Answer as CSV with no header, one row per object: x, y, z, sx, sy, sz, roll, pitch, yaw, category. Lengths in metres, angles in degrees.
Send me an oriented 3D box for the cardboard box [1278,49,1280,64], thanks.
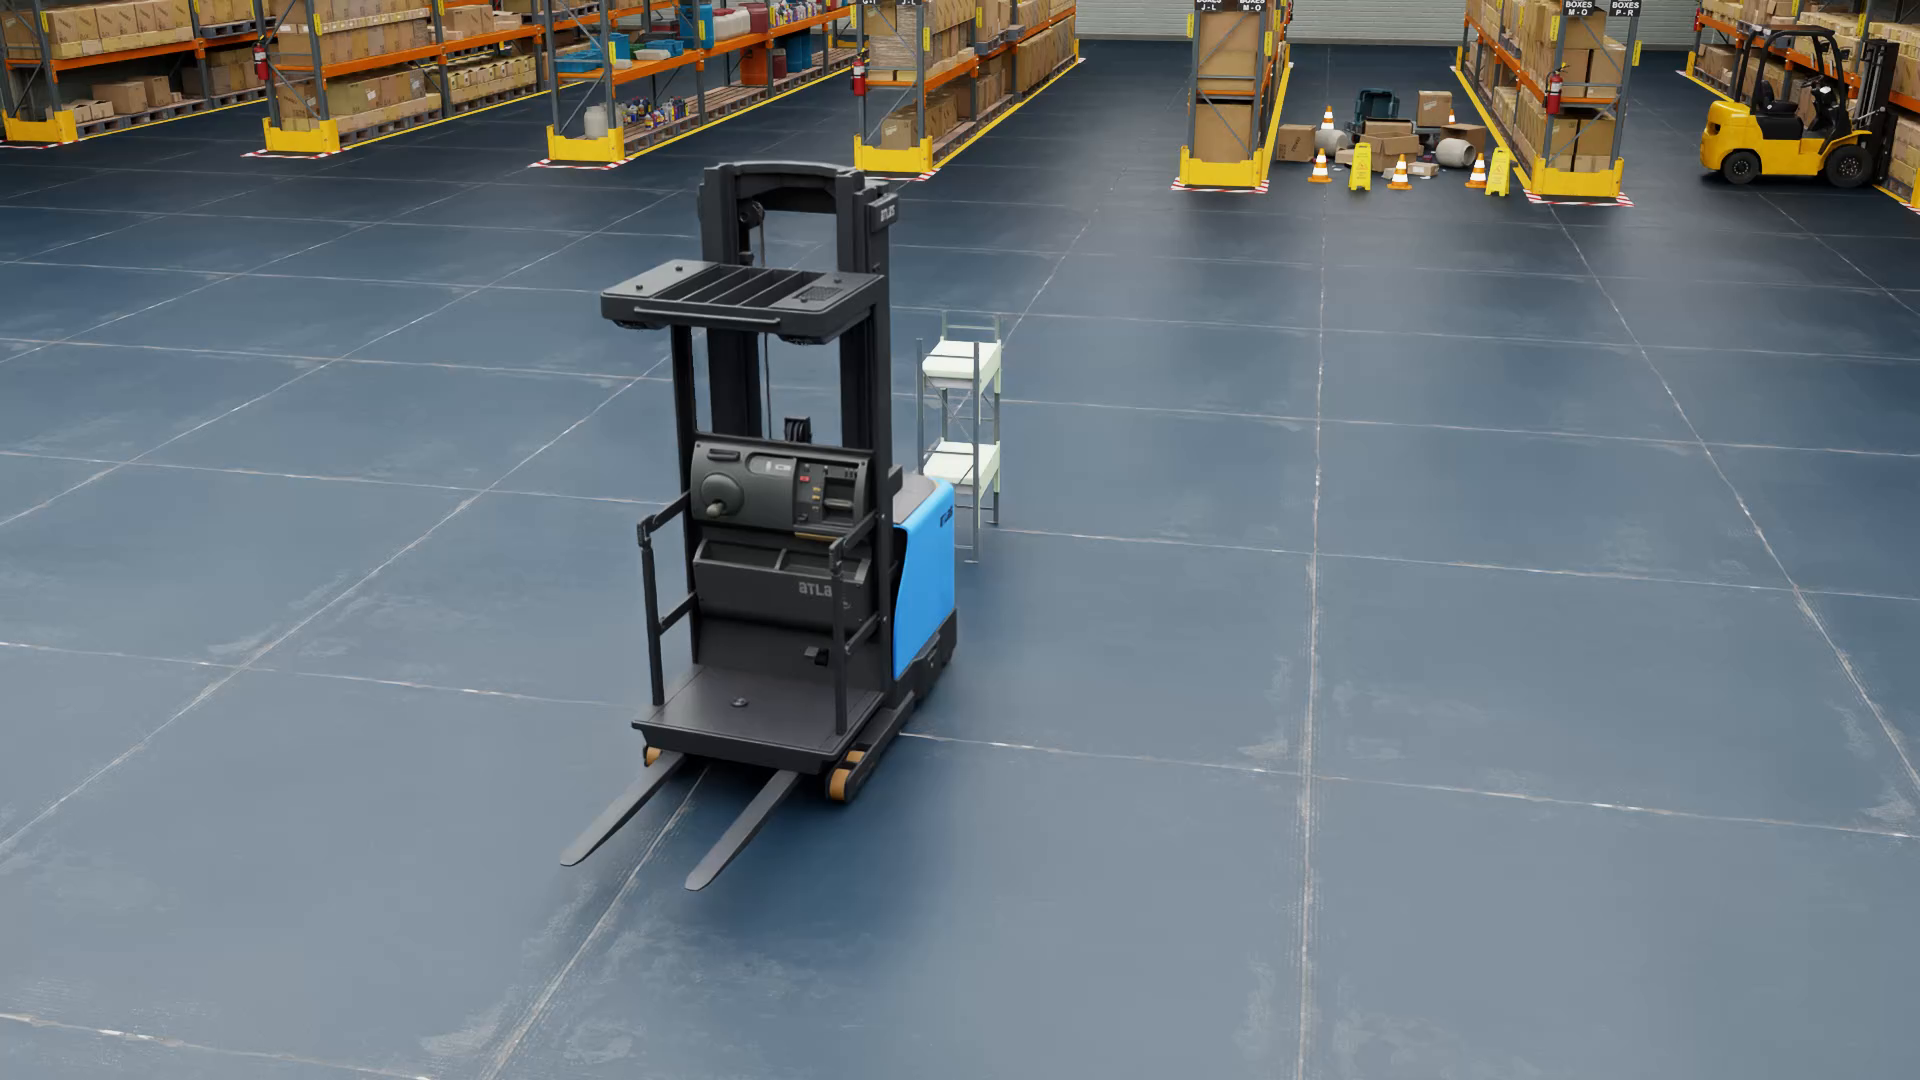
6.032,-9.515,32.744,0.500,0.250,0.500,5,22,11,cardboard box

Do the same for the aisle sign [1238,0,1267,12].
4.084,-7.764,23.136,0.394,0.787,0.004,4,22,11,aisle sign

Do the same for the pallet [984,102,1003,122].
0.190,-7.924,30.745,1.003,0.211,1.213,4,22,11,pallet

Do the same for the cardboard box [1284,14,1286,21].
6.632,-10.958,34.882,0.380,0.149,0.250,5,23,13,cardboard box

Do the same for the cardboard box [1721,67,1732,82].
15.879,-9.561,34.177,0.396,0.266,0.258,5,23,13,cardboard box

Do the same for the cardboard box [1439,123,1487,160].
7.937,-6.283,26.281,0.500,0.500,0.500,-16,27,-35,cardboard box

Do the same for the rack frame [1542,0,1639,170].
8.671,-6.266,22.898,1.000,3.000,0.127,4,22,11,rack frame

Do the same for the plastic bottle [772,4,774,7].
-4.023,-11.414,35.851,0.097,0.271,0.097,0,22,0,plastic bottle

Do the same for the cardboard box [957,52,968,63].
-0.082,-7.990,27.513,0.380,0.149,0.250,4,22,11,cardboard box

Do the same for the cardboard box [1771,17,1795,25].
15.062,-9.351,30.195,0.500,0.250,0.500,3,22,8,cardboard box

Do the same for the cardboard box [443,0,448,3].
-12.848,-13.146,39.578,0.980,0.700,0.700,4,22,10,cardboard box

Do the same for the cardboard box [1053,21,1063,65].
1.815,-11.184,37.390,0.875,0.875,0.875,4,22,11,cardboard box

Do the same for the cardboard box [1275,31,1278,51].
5.303,-8.841,29.156,0.500,0.500,0.500,5,22,12,cardboard box

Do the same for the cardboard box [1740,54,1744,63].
15.646,-9.503,32.851,0.380,0.149,0.250,6,23,13,cardboard box

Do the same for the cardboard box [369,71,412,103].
-10.003,-7.957,29.210,0.500,0.500,0.500,4,22,11,cardboard box

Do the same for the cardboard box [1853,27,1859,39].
14.235,-7.937,26.044,0.380,0.149,0.250,4,22,10,cardboard box

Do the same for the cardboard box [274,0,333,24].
-10.609,-8.616,26.860,0.700,0.500,0.500,5,22,11,cardboard box

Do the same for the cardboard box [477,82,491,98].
-9.378,-8.666,31.974,0.500,0.250,0.500,4,22,9,cardboard box

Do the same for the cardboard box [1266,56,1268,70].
4.467,-7.801,26.506,0.875,0.550,0.550,4,22,11,cardboard box

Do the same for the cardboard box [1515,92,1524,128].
9.103,-6.801,26.341,0.500,0.500,0.500,6,23,13,cardboard box

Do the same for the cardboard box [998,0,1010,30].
0.515,-9.776,30.917,0.700,0.500,0.500,8,23,19,cardboard box

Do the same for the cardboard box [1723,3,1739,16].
16.048,-10.917,34.248,0.500,0.250,0.500,4,22,11,cardboard box

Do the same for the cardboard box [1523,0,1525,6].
9.489,-8.848,27.346,0.380,0.149,0.250,4,22,9,cardboard box

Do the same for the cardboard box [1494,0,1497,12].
10.250,-10.100,30.943,0.500,0.500,0.500,5,22,12,cardboard box

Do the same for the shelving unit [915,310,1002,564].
-0.001,-0.693,11.067,0.431,1.500,0.755,4,22,11,shelving unit

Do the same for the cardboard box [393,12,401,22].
-9.966,-9.101,28.933,0.380,0.149,0.250,4,22,11,cardboard box

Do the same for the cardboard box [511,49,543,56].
-9.134,-10.109,35.195,0.500,0.500,0.500,5,23,13,cardboard box

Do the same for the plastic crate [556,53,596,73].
-6.070,-7.536,26.250,0.499,0.251,0.616,4,22,11,plastic crate

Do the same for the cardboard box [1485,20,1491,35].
10.436,-9.887,32.088,0.500,0.250,0.500,4,22,10,cardboard box

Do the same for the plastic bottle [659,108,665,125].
-5.072,-7.213,28.312,0.097,0.271,0.097,0,22,0,plastic bottle

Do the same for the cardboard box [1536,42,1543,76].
8.725,-7.036,24.276,0.500,0.500,0.500,4,22,11,cardboard box

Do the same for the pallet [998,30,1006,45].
0.238,-9.132,30.269,1.003,0.211,1.213,4,22,11,pallet

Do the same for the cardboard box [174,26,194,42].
-14.561,-9.361,30.755,0.500,0.250,0.500,5,22,11,cardboard box

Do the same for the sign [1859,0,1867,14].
15.708,-9.311,28.908,0.100,0.325,0.005,4,22,11,sign

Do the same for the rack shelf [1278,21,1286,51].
5.845,-9.930,32.958,1.077,0.370,4.000,4,22,11,rack shelf

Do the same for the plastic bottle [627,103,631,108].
-5.747,-7.417,28.801,0.061,0.283,0.133,5,23,13,plastic bottle

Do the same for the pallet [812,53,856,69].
-3.071,-11.214,38.915,1.003,0.211,1.213,4,22,11,pallet

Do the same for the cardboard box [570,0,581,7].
-8.579,-11.757,35.836,0.700,0.500,0.500,-1,22,-3,cardboard box

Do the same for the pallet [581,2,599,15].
-8.549,-11.794,36.880,1.003,0.211,1.213,4,22,11,pallet

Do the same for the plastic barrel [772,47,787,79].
-3.933,-9.995,34.821,0.600,0.588,0.708,4,22,11,plastic barrel

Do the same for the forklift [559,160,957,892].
-0.961,-0.240,8.026,1.130,2.935,3.031,7,23,17,forklift

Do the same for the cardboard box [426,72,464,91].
-9.583,-8.553,30.943,0.500,0.311,0.500,5,22,11,cardboard box

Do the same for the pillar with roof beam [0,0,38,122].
-12.067,-10.931,26.450,9.100,9.000,0.400,4,22,11,pillar with roof beam

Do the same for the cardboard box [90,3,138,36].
-14.870,-9.152,29.233,0.500,0.500,0.500,5,23,13,cardboard box

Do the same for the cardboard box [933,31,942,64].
-0.762,-7.777,26.116,0.875,0.500,0.500,4,22,11,cardboard box

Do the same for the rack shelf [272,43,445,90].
-10.319,-8.176,28.602,1.077,0.370,4.000,4,22,11,rack shelf

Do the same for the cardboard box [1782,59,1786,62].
16.071,-9.176,32.037,0.380,0.149,0.250,3,22,8,cardboard box

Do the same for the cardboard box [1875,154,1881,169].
13.624,-5.560,24.262,0.500,0.250,0.500,5,23,13,cardboard box

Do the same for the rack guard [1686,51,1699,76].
16.781,-10.554,36.889,1.175,0.500,0.348,4,22,11,rack guard

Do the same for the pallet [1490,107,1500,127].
10.143,-7.613,29.974,1.003,0.211,1.213,4,22,11,pallet

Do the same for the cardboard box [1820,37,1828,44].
14.527,-8.272,27.409,0.500,0.250,0.500,5,22,12,cardboard box

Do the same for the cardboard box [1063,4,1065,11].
2.172,-12.042,37.576,0.380,0.149,0.250,5,22,12,cardboard box

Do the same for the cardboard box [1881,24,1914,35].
14.044,-7.640,24.907,0.380,0.149,0.250,5,22,12,cardboard box

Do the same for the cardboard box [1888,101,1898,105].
14.436,-6.541,25.359,0.500,0.250,0.500,5,22,12,cardboard box

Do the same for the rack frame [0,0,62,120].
-15.577,-8.155,27.586,1.000,3.000,0.127,4,22,11,rack frame

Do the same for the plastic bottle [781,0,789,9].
-3.828,-11.646,36.322,0.144,0.351,0.185,4,22,11,plastic bottle
